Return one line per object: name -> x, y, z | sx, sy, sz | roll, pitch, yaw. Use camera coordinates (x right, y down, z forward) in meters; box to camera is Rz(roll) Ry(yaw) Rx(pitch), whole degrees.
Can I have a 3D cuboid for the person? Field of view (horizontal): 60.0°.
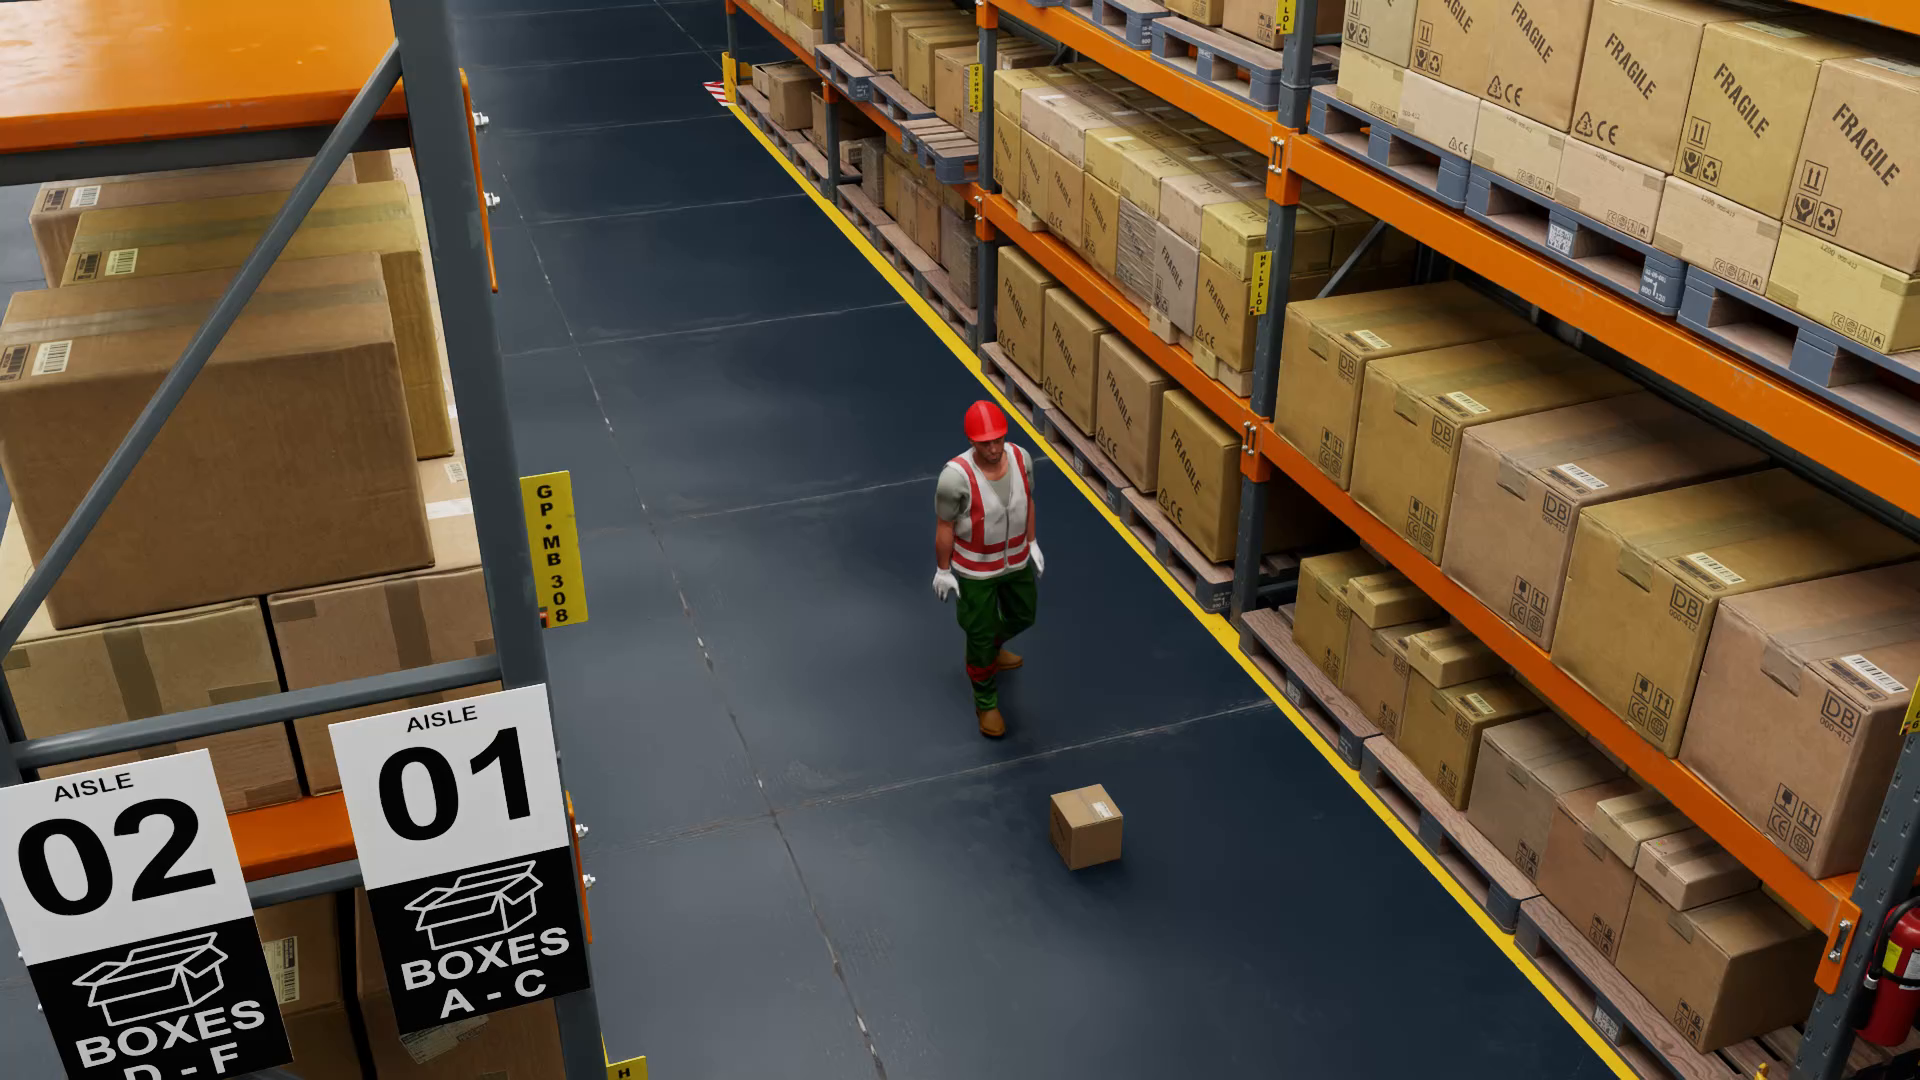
person -> 0.131, 0.077, 8.168 | 0.622, 1.785, 0.601 | -17, 34, -28
